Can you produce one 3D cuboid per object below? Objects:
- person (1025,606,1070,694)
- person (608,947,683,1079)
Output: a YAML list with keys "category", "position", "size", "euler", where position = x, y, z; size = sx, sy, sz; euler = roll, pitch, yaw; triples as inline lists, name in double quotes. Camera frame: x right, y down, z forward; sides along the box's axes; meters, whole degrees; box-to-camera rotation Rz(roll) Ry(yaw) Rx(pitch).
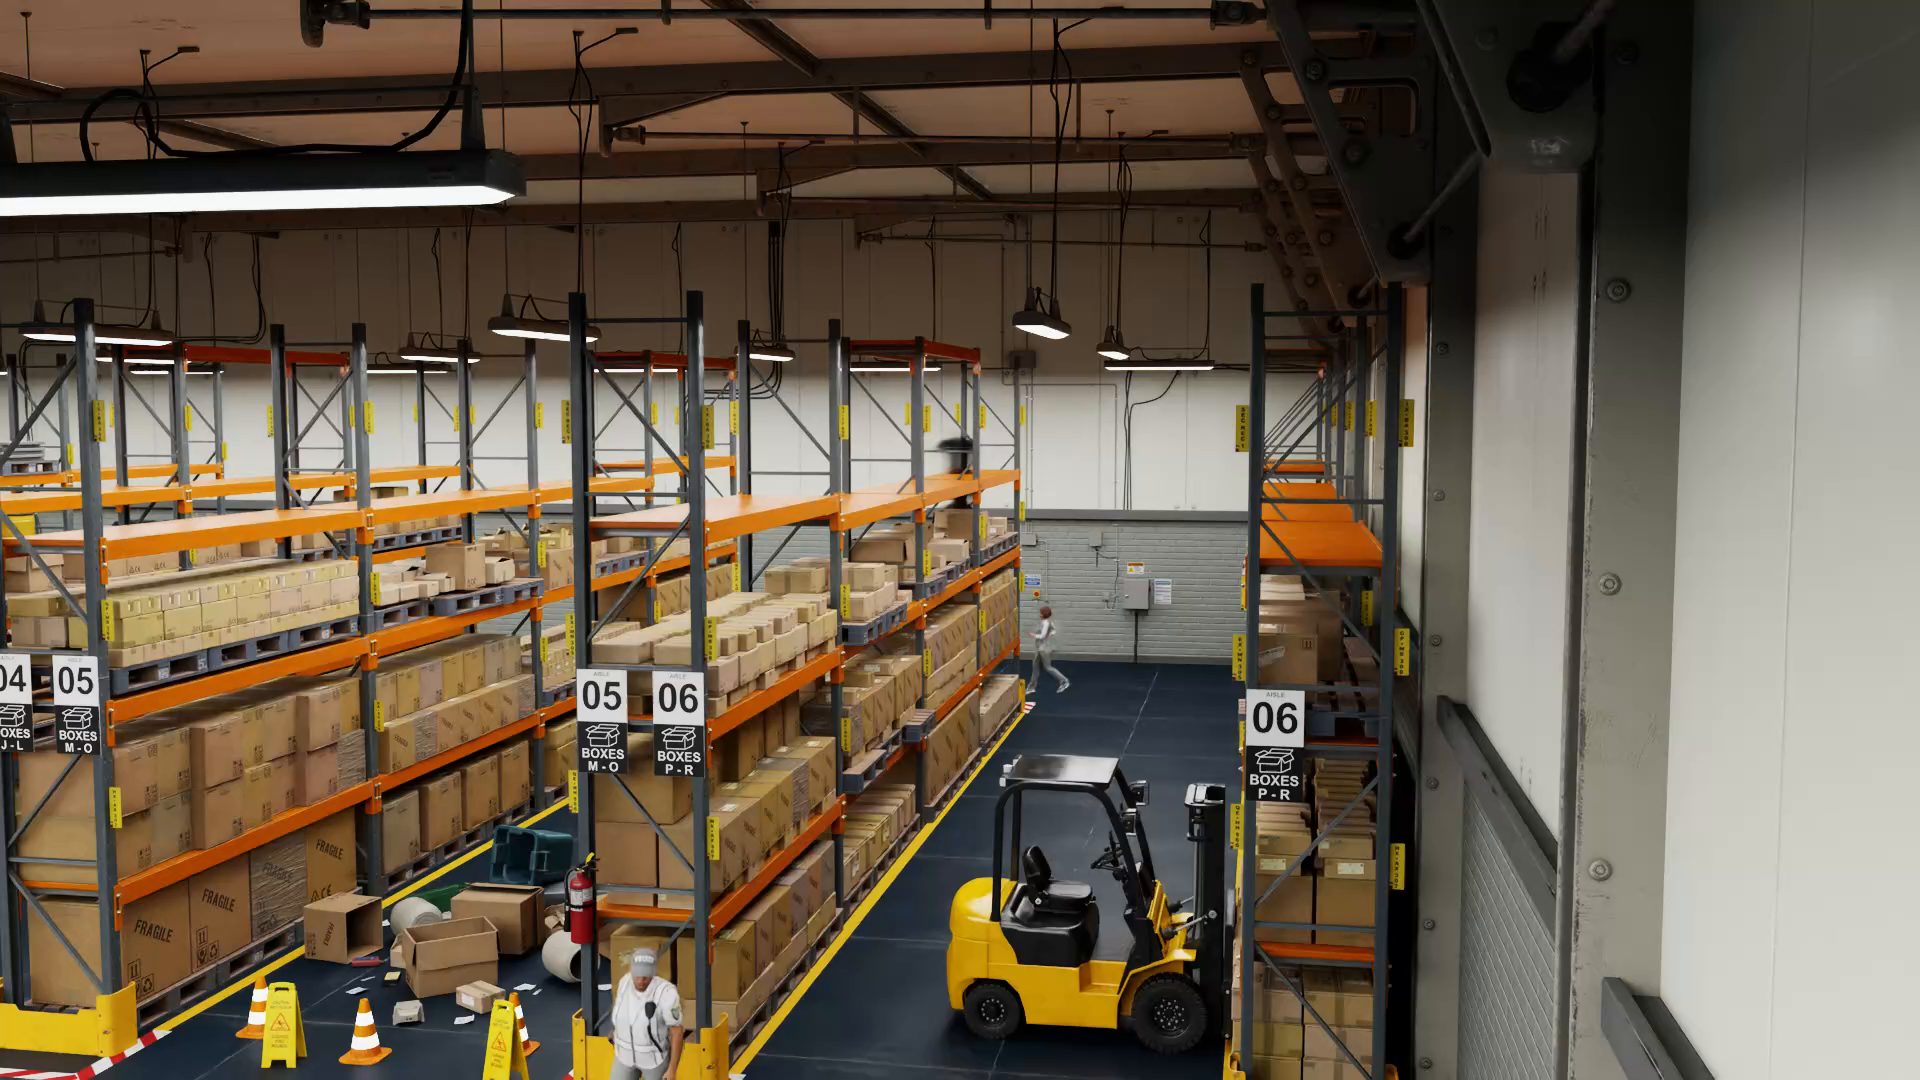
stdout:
- category: "person"
  position: [1.511, 1.966, 29.591]
  size: [0.887, 1.591, 0.544]
  euler: [0, 5, 3]
- category: "person"
  position: [-2.128, 3.471, 11.119]
  size: [0.649, 1.625, 0.610]
  euler: [1, 5, 14]
